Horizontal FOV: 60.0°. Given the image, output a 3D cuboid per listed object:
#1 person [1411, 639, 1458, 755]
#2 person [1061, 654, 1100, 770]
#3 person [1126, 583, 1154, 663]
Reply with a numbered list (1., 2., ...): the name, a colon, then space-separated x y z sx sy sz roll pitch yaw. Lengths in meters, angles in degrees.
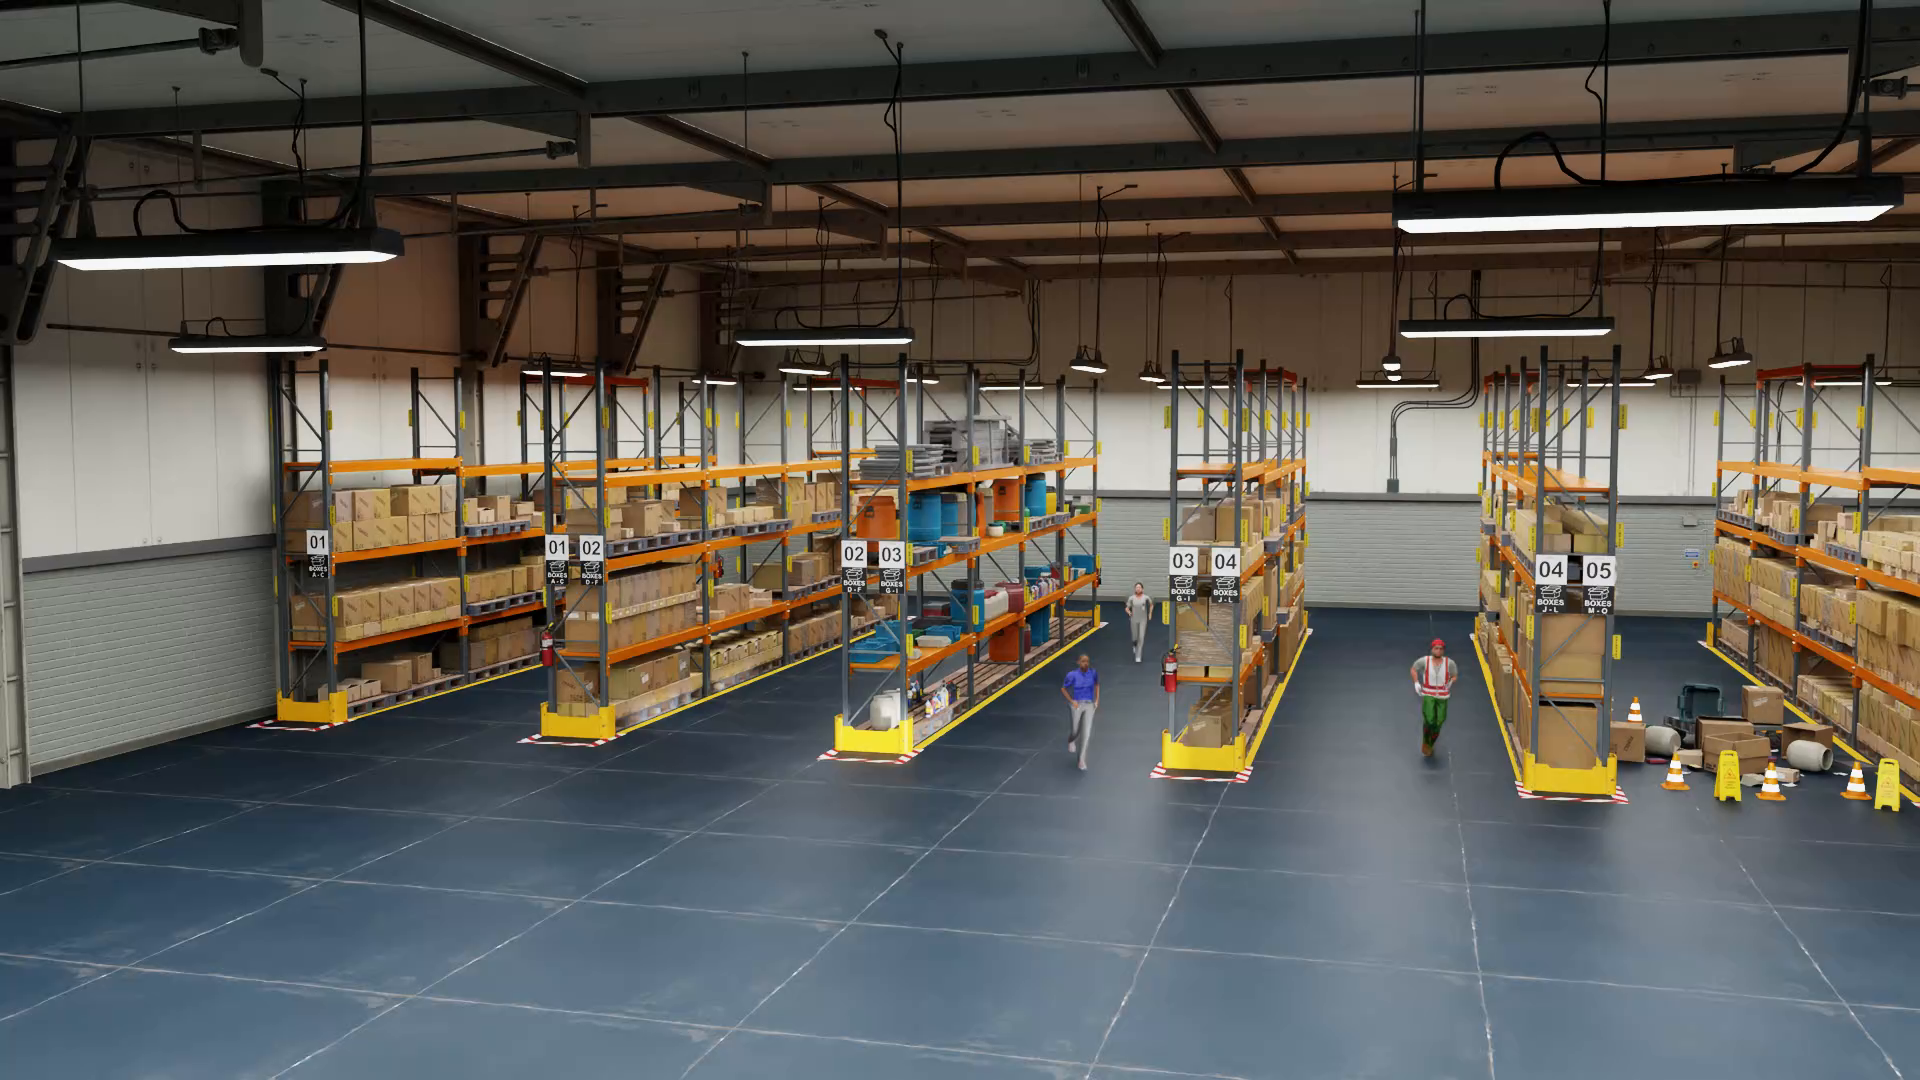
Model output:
1. person: 7.065 2.334 24.700 0.648 1.736 0.700 0 4 5
2. person: 1.767 2.465 24.236 0.602 1.632 0.857 -1 4 -10
3. person: 3.736 1.701 34.595 0.583 1.635 0.894 0 4 6
